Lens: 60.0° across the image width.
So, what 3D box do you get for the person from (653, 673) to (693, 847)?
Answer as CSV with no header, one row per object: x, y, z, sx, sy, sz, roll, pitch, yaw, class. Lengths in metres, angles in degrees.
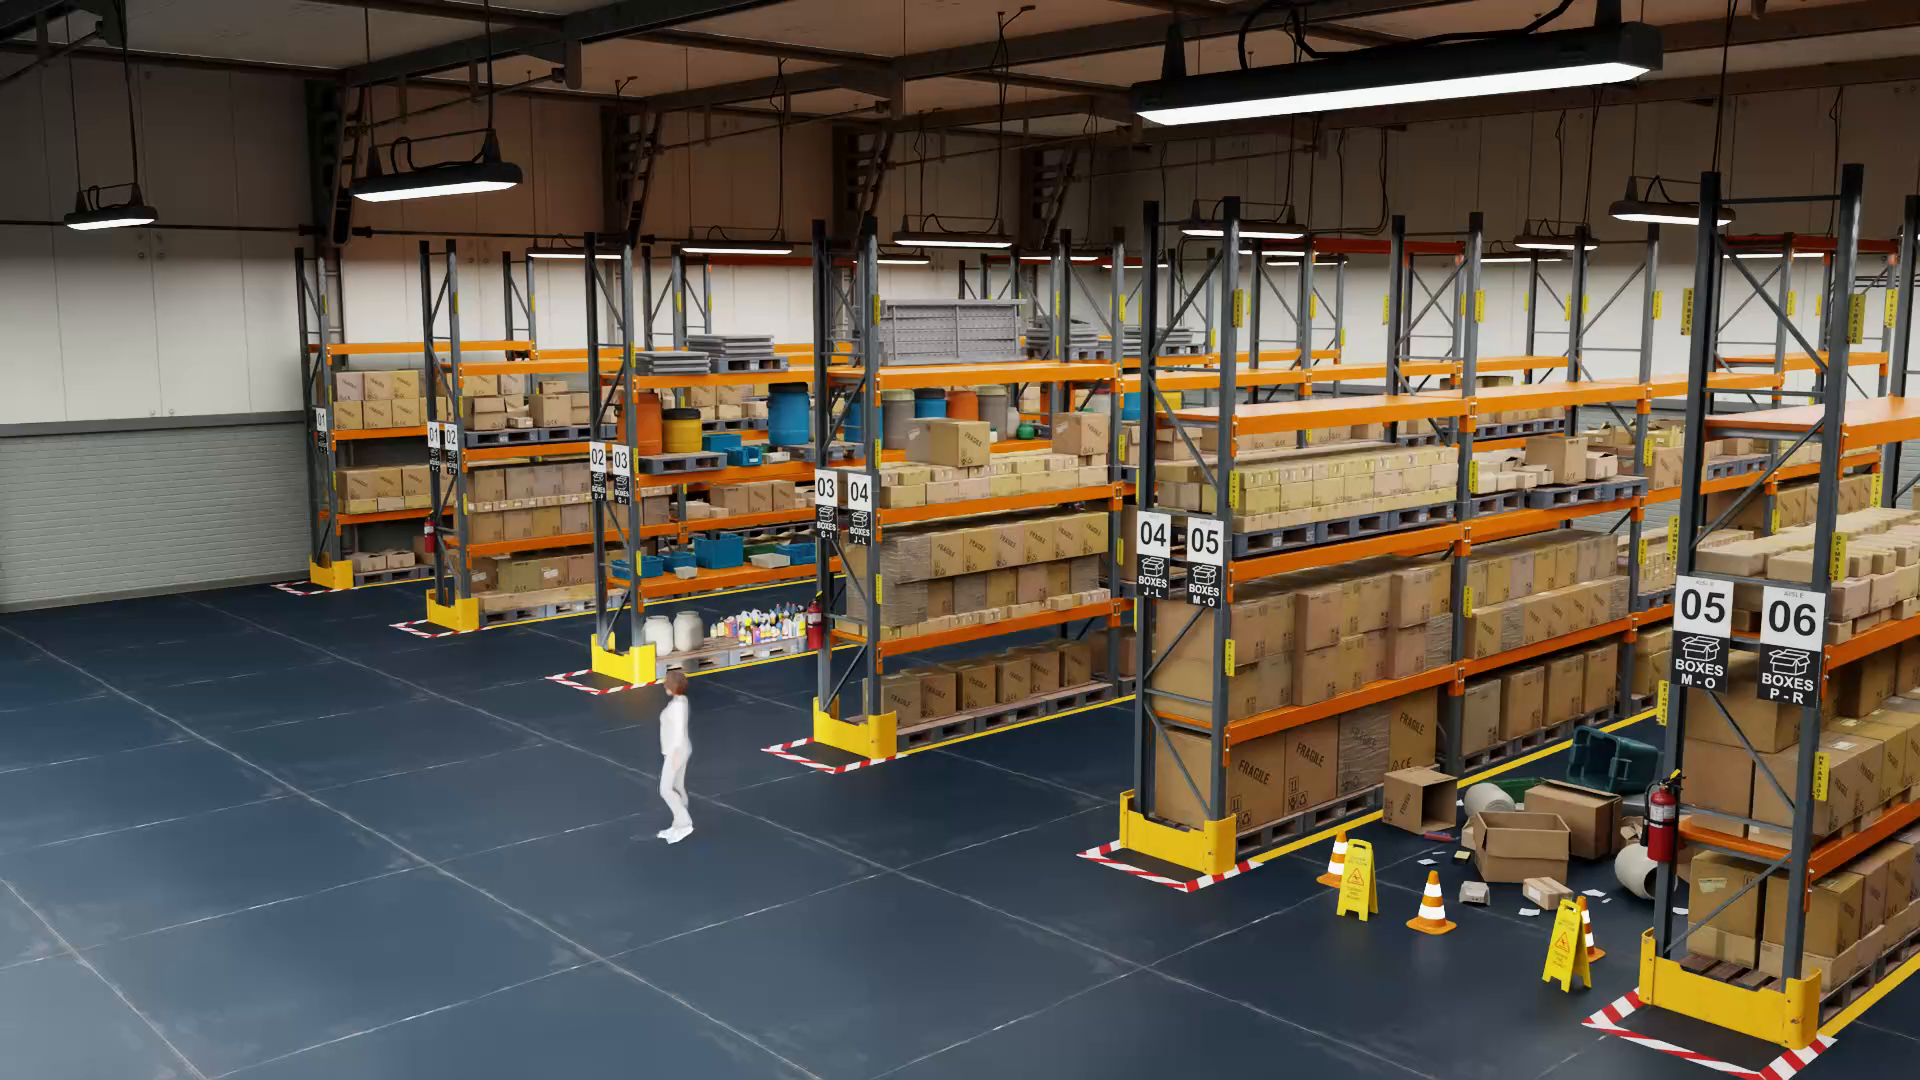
-2.749,2.074,15.862,0.379,1.613,0.477,-3,9,-21,person
